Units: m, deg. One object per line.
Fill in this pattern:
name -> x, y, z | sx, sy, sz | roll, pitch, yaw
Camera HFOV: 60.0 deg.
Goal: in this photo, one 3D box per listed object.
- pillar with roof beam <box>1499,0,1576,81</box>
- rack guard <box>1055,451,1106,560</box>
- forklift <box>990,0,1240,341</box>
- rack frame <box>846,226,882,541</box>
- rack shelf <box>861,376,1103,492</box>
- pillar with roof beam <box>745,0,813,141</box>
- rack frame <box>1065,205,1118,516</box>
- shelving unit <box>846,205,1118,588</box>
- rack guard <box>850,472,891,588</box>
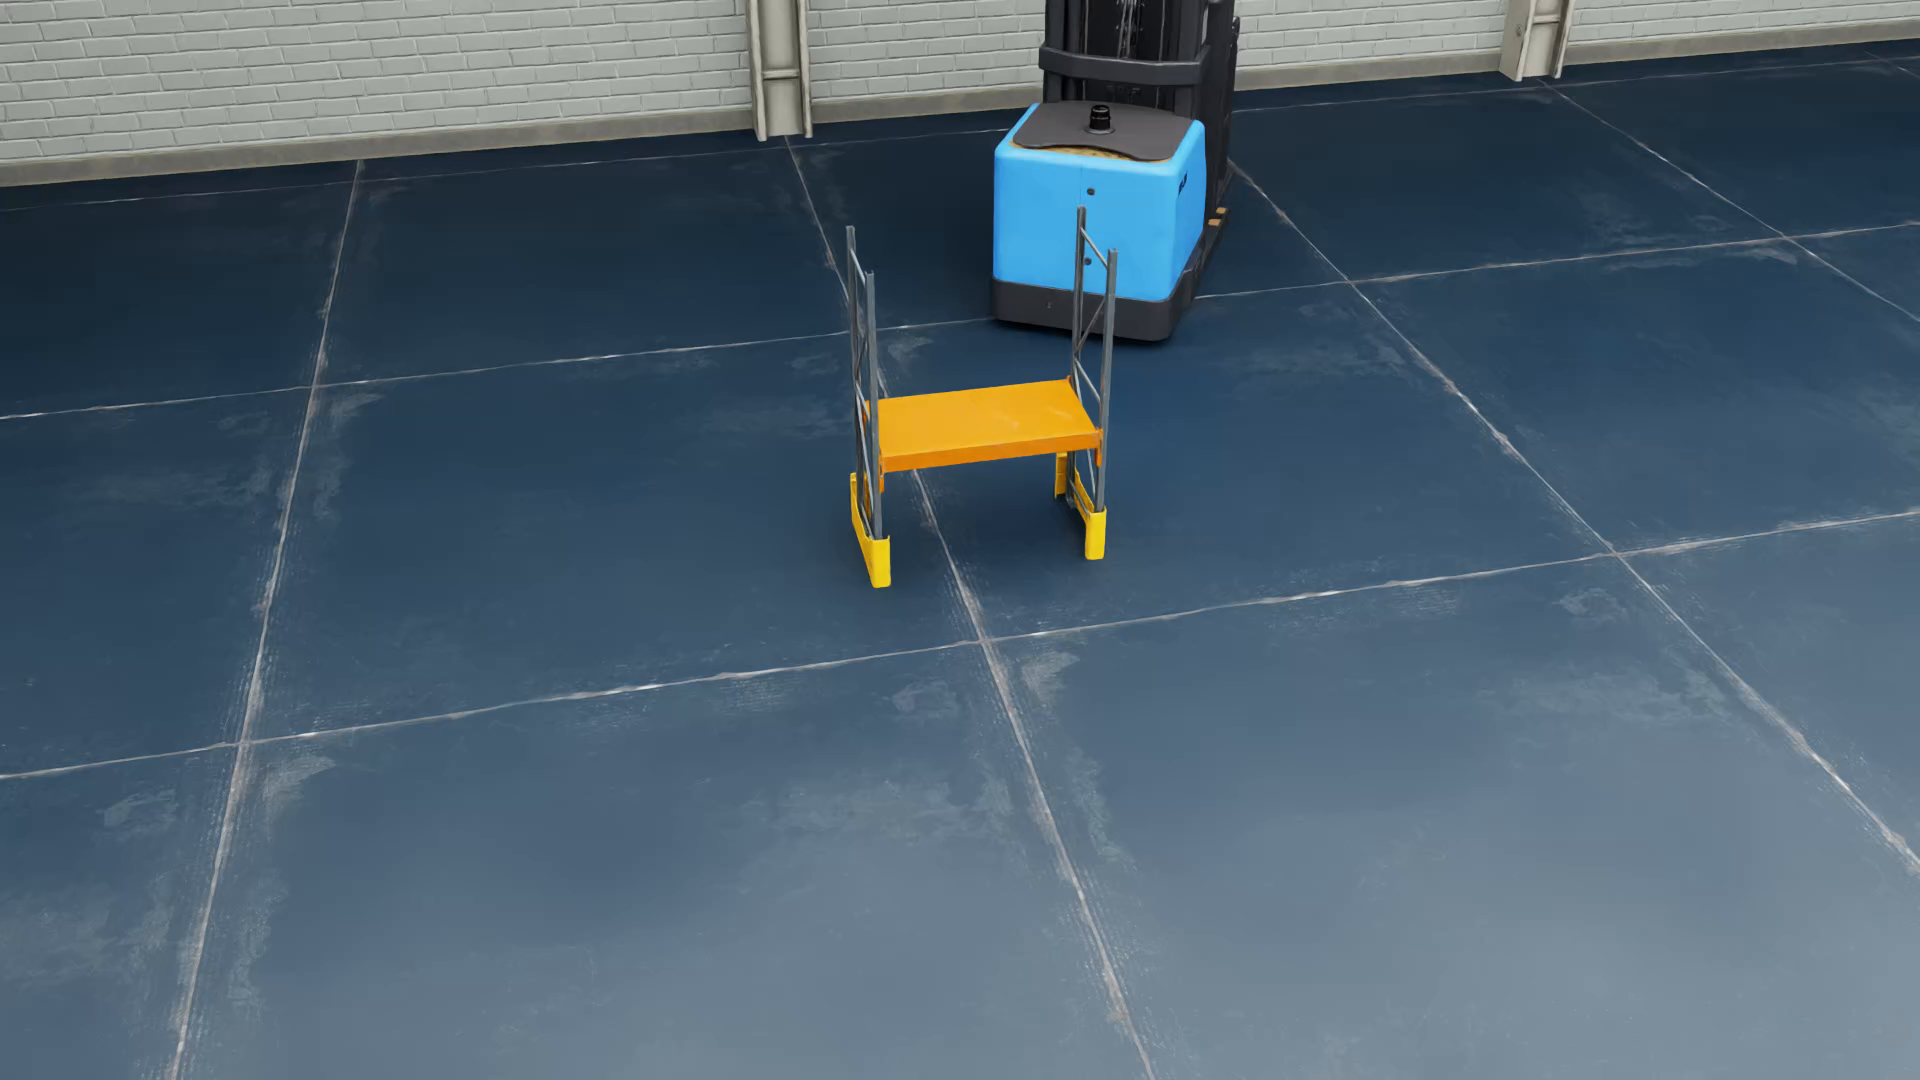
pillar with roof beam -> 5.503, -5.133, 7.323 | 0.400, 9.000, 9.100 | -7, 35, -11
rack guard -> 0.560, -0.174, 7.786 | 0.087, 0.250, 0.587 | -7, 35, -11
forklift -> 1.105, -3.144, 9.805 | 1.130, 2.935, 3.031 | 10, 35, 15
rack frame -> -0.413, -0.571, 7.255 | 0.032, 1.500, 0.500 | -7, 35, -11
rack shelf -> 0.083, -0.484, 7.448 | 1.000, 0.185, 0.538 | -7, 35, -11
pillar with roof beam -> -0.350, -4.395, 6.224 | 0.400, 9.000, 9.100 | -7, 35, -11
rack frame -> 0.579, -0.696, 7.441 | 0.032, 1.500, 0.500 | -7, 35, -11
shelving unit -> 0.074, -0.632, 7.346 | 1.083, 1.500, 0.587 | -7, 35, -11
rack guard -> -0.411, -0.052, 7.603 | 0.087, 0.250, 0.587 | -7, 35, -11
